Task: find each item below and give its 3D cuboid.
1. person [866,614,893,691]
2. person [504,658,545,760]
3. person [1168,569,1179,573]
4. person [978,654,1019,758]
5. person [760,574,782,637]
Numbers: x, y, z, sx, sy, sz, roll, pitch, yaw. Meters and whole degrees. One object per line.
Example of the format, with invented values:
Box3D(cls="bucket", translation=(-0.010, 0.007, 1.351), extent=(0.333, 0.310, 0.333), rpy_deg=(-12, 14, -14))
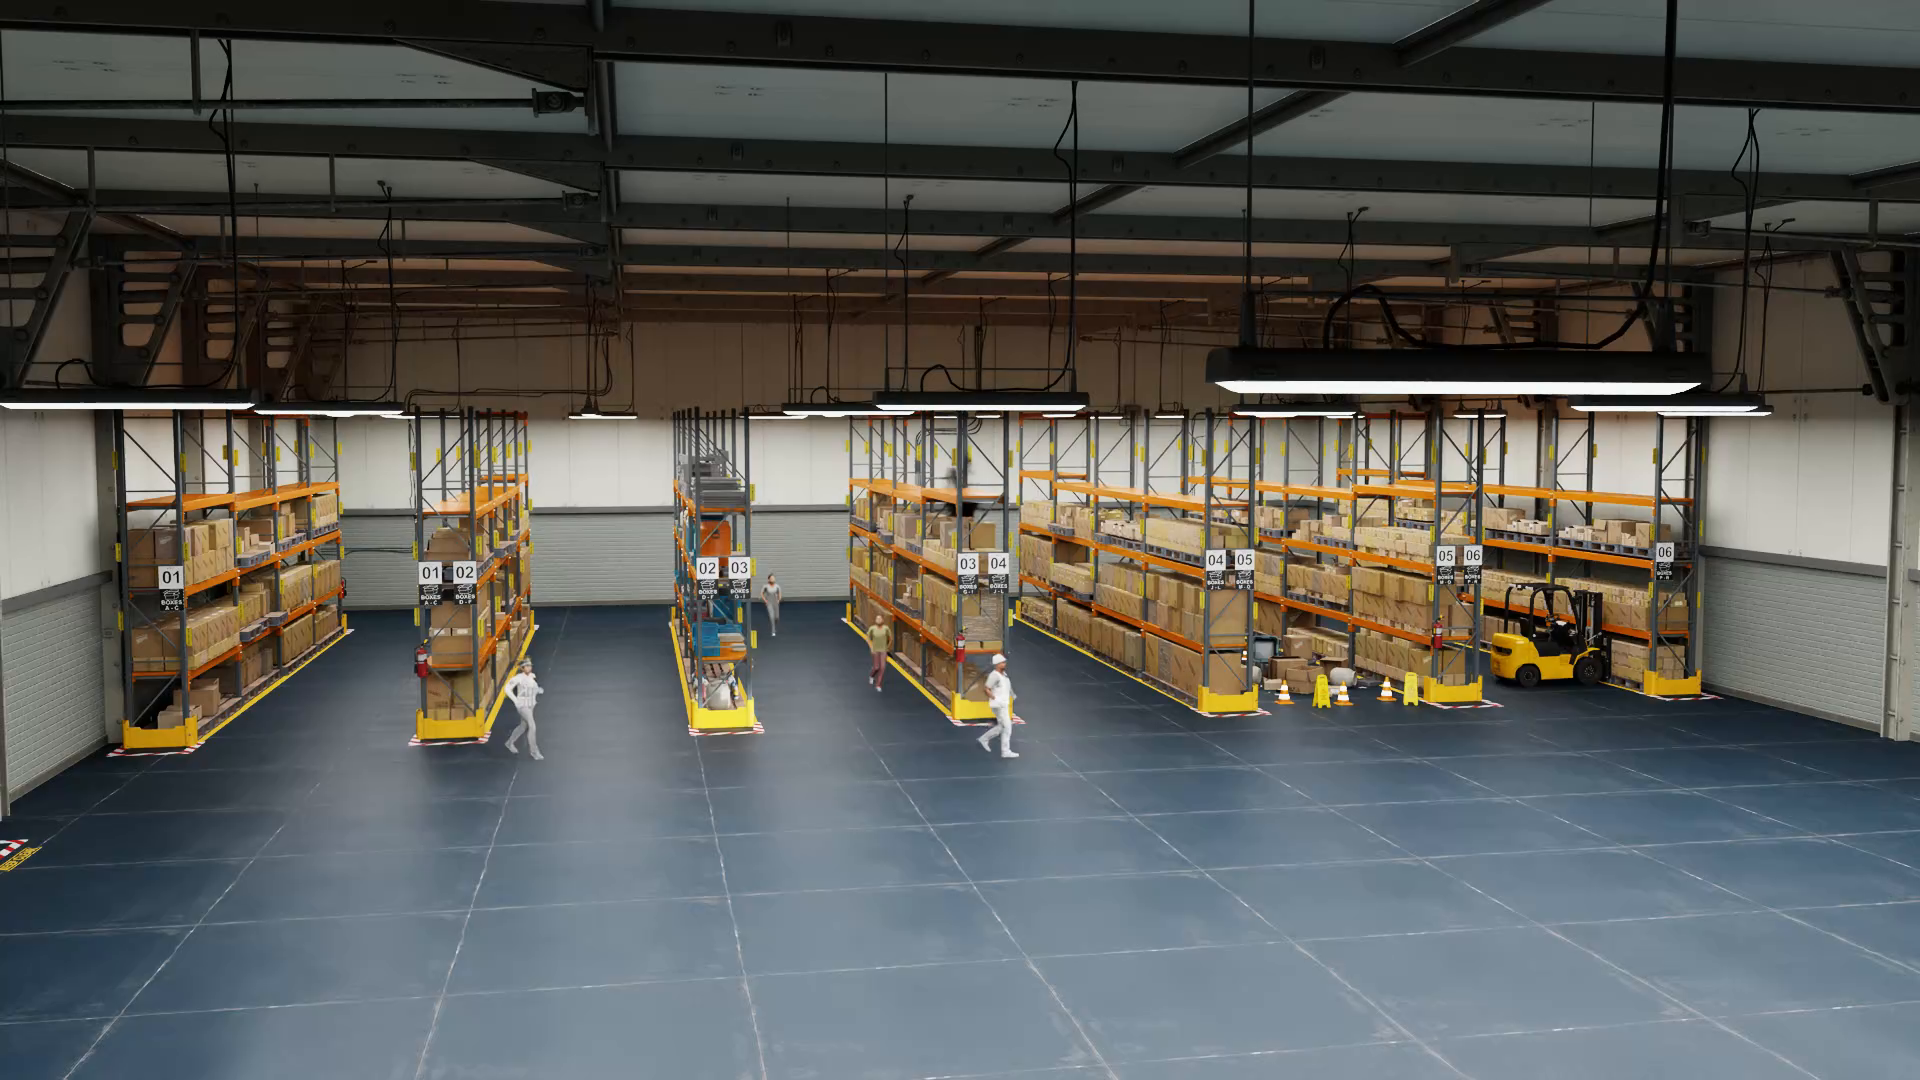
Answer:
Box3D(cls="person", translation=(-1.710, 2.395, 35.546), extent=(0.574, 1.626, 0.585), rpy_deg=(-1, 4, -10))
Box3D(cls="person", translation=(-7.406, 2.862, 28.363), extent=(0.823, 1.736, 0.590), rpy_deg=(2, 4, 23))
Box3D(cls="person", translation=(6.618, 1.330, 50.955), extent=(0.592, 1.593, 0.603), rpy_deg=(0, 4, 4))
Box3D(cls="person", translation=(0.652, 2.828, 28.374), extent=(0.751, 1.760, 0.712), rpy_deg=(1, 4, 16))
Box3D(cls="person", translation=(-5.055, 1.738, 44.537), extent=(0.581, 1.648, 0.696), rpy_deg=(-1, 4, -20))
